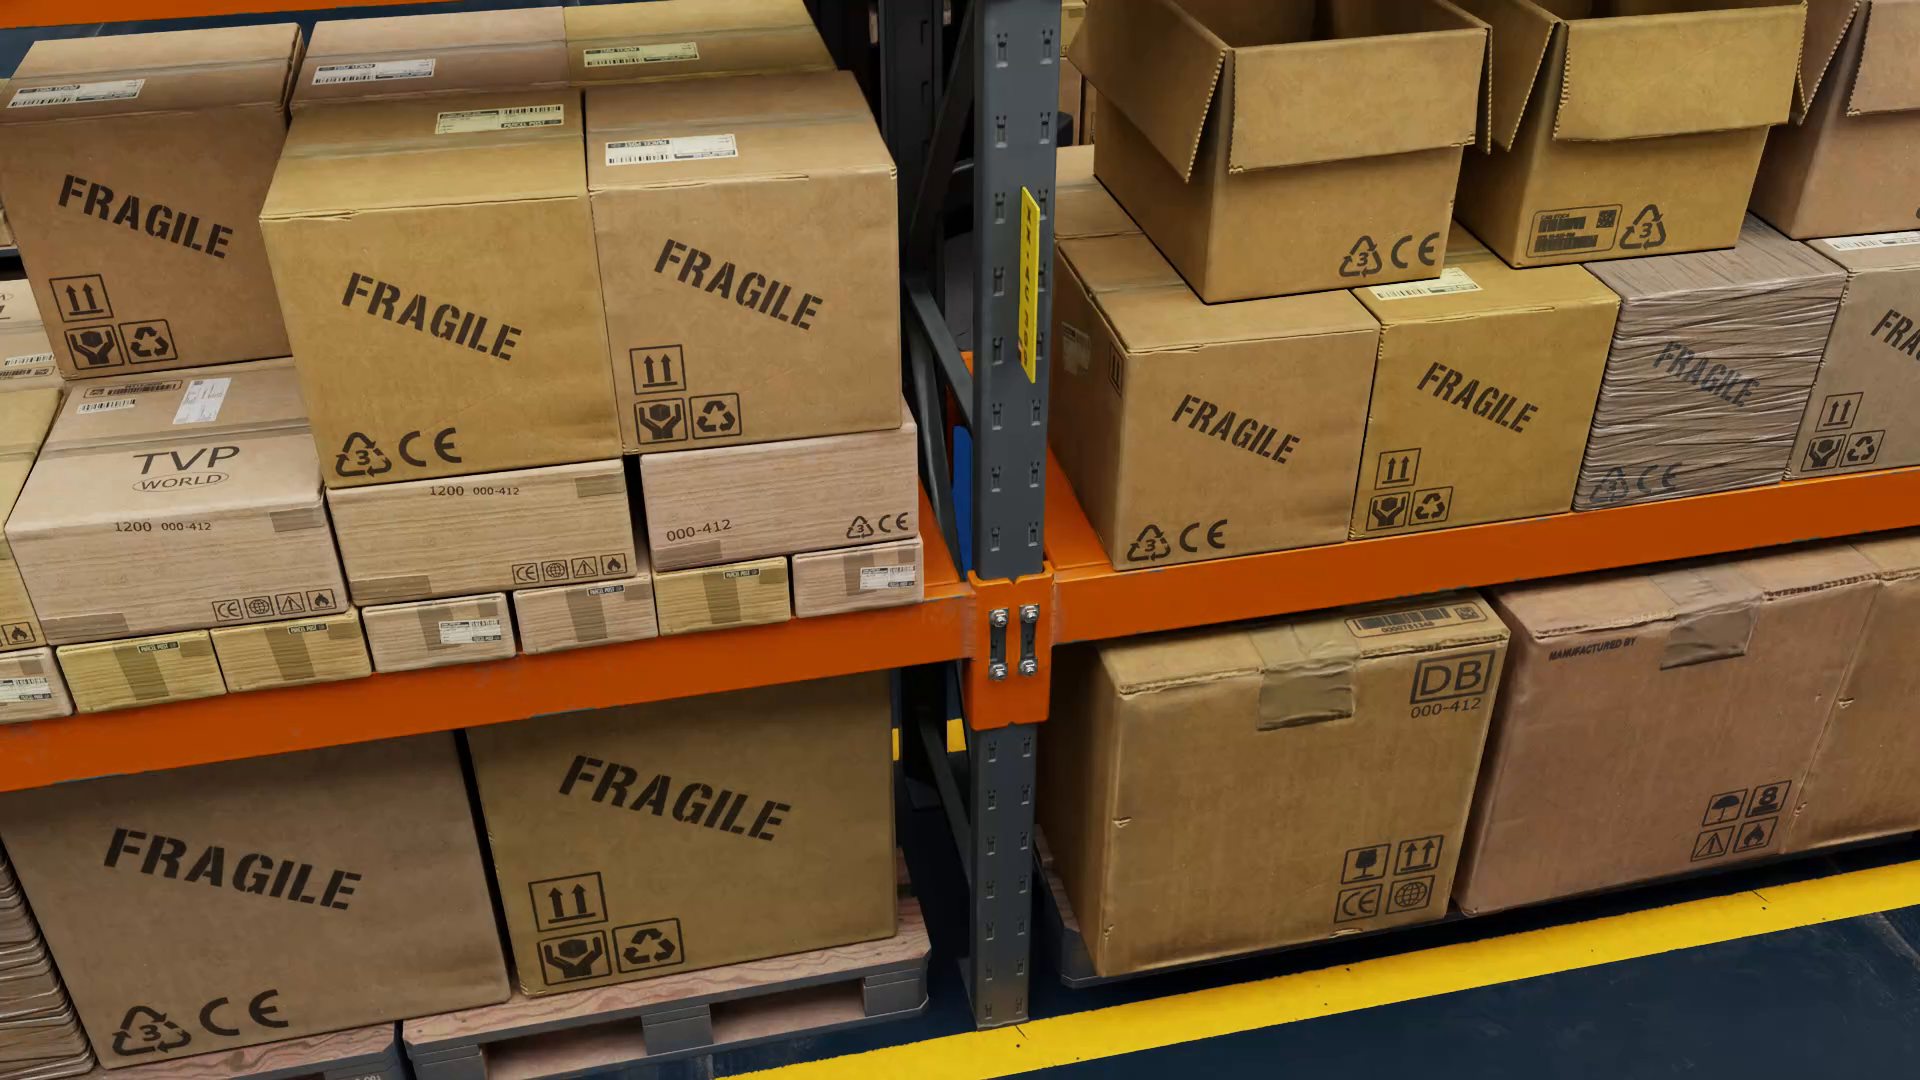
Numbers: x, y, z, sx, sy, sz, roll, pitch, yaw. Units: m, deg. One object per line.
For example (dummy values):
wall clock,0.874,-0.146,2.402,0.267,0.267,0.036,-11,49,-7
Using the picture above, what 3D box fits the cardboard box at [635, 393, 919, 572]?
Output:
cardboard box,-0.379,-0.208,3.236,0.500,0.250,0.500,-8,35,-11

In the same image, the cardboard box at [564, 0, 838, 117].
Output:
cardboard box,-0.530,-0.797,3.440,0.500,0.500,0.500,-7,35,-11

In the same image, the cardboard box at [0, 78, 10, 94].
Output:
cardboard box,-4.443,-2.001,7.687,0.250,0.149,0.380,-7,34,-10

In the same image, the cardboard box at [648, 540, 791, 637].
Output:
cardboard box,-0.483,0.008,3.272,0.250,0.149,0.380,-7,34,-10

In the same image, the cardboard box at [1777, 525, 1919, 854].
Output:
cardboard box,2.347,0.051,4.512,0.875,0.875,1.225,-7,35,-10

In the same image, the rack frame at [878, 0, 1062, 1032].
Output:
rack frame,-0.006,-0.344,3.571,0.127,3.000,1.000,-7,35,-11

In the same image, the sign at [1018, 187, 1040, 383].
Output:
sign,0.118,-0.435,2.858,0.005,0.325,0.100,-7,35,-11

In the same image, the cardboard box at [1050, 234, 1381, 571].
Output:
cardboard box,0.498,-0.306,3.425,0.500,0.500,0.500,-7,35,-10

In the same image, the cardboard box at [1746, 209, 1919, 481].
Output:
cardboard box,1.979,-0.496,3.708,0.500,0.500,0.500,-7,34,-10

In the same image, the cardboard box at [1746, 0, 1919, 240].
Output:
cardboard box,1.890,-1.048,3.630,0.637,0.503,0.797,-6,34,-9

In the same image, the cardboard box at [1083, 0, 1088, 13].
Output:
cardboard box,0.795,-2.574,8.088,0.500,0.250,0.500,-6,34,-9

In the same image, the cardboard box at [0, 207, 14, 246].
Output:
cardboard box,-4.322,-1.441,7.388,0.250,0.149,0.380,-7,34,-10

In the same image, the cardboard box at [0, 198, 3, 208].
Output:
cardboard box,-4.335,-1.599,7.356,0.250,0.149,0.380,-6,34,-9

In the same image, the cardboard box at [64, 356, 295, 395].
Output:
cardboard box,-1.512,-0.365,3.469,0.500,0.250,0.500,-6,34,-9

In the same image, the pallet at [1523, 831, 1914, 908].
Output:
pallet,1.922,0.526,4.776,1.213,0.211,1.003,-7,35,-11

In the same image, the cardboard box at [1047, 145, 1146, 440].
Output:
cardboard box,0.390,-0.591,3.850,0.500,0.500,0.500,-7,35,-10

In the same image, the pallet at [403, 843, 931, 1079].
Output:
pallet,-0.765,0.865,4.272,1.213,0.211,1.003,-7,35,-11

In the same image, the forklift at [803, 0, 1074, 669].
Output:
forklift,-0.471,-1.518,5.382,1.130,2.935,3.031,-26,42,-34

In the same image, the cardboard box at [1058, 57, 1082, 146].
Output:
cardboard box,0.293,-2.201,8.205,0.500,0.500,0.500,-6,34,-8

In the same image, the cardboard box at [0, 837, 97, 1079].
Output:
cardboard box,-2.413,0.622,3.662,0.875,0.875,0.875,-7,35,-11

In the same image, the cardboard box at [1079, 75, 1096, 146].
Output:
cardboard box,0.801,-2.273,8.311,0.500,0.500,0.500,-7,34,-10

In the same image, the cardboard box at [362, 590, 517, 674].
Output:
cardboard box,-0.984,0.071,3.178,0.250,0.149,0.380,-7,34,-10

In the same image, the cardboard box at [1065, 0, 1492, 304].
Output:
cardboard box,0.615,-0.885,3.387,0.637,0.503,0.797,-8,35,-12

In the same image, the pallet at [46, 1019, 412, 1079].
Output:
pallet,-1.957,1.017,4.045,1.213,0.211,1.003,-7,35,-11

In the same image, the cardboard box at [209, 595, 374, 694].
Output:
cardboard box,-1.235,0.103,3.131,0.250,0.149,0.380,-7,34,-10

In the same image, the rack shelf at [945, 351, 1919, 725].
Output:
rack shelf,1.945,-0.291,4.137,4.000,0.370,1.077,-7,35,-11

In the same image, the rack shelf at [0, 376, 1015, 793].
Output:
rack shelf,-1.957,0.201,3.405,4.000,0.370,1.077,-7,35,-11

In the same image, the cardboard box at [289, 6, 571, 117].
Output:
cardboard box,-1.012,-0.740,3.356,0.500,0.500,0.500,-7,35,-11

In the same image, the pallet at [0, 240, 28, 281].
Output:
pallet,-4.029,-1.492,7.785,1.213,0.211,1.003,-7,35,-11

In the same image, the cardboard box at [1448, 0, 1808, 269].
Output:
cardboard box,1.287,-0.963,3.503,0.637,0.503,0.797,-7,34,-10

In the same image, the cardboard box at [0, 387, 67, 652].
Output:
cardboard box,-1.876,-0.020,2.956,0.500,0.250,0.500,-8,35,-11

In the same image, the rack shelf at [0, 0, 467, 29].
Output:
rack shelf,-2.952,-2.508,7.440,4.000,0.370,1.077,-7,35,-11

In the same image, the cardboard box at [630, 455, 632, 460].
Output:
cardboard box,-0.881,-0.319,3.759,0.250,0.149,0.380,-6,34,-9

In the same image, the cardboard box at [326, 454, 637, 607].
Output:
cardboard box,-0.883,-0.143,3.139,0.500,0.250,0.500,-6,34,-9

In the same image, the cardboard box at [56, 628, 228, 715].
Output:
cardboard box,-1.485,0.134,3.084,0.250,0.149,0.380,-8,35,-11

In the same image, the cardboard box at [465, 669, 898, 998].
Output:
cardboard box,-0.667,0.402,3.990,0.875,0.875,0.875,-7,35,-11

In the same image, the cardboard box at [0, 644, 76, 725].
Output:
cardboard box,-1.733,0.165,3.038,0.250,0.149,0.380,-7,34,-10

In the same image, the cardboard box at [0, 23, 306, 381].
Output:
cardboard box,-1.518,-0.674,3.257,0.500,0.500,0.500,-8,35,-12

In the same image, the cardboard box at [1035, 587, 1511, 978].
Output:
cardboard box,0.614,0.274,4.179,0.875,0.875,1.225,-7,35,-10

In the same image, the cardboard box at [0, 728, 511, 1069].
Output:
cardboard box,-1.545,0.512,3.825,0.875,0.875,0.875,-7,35,-11

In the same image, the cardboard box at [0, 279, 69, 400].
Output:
cardboard box,-1.995,-0.308,3.385,0.500,0.250,0.500,-7,35,-10

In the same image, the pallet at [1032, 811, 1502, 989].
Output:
pallet,0.730,0.678,4.550,1.213,0.211,1.003,-7,35,-11

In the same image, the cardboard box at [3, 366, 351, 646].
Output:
cardboard box,-1.381,-0.080,3.046,0.500,0.250,0.500,-7,34,-10

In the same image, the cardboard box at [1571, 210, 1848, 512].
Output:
cardboard box,1.476,-0.430,3.609,0.500,0.500,0.500,-8,35,-12

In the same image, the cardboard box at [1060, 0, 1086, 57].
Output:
cardboard box,0.296,-2.514,7.998,0.500,0.250,0.500,-6,34,-9

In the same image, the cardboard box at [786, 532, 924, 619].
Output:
cardboard box,-0.231,-0.024,3.319,0.250,0.149,0.380,-7,34,-10

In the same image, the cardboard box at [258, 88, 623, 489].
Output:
cardboard box,-0.885,-0.455,2.931,0.500,0.500,0.500,-7,34,-10

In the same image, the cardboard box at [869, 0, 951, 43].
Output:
cardboard box,-0.223,-2.447,7.898,0.500,0.250,0.500,-9,35,-13

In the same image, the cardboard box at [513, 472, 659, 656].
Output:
cardboard box,-0.733,0.039,3.225,0.250,0.149,0.380,-8,35,-11

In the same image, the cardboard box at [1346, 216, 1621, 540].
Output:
cardboard box,0.988,-0.368,3.517,0.500,0.500,0.500,-7,35,-10

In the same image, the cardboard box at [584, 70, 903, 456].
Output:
cardboard box,-0.395,-0.515,3.020,0.500,0.500,0.500,-6,34,-9

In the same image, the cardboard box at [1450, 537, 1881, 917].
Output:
cardboard box,1.485,0.164,4.343,0.875,0.875,1.225,-8,35,-12
